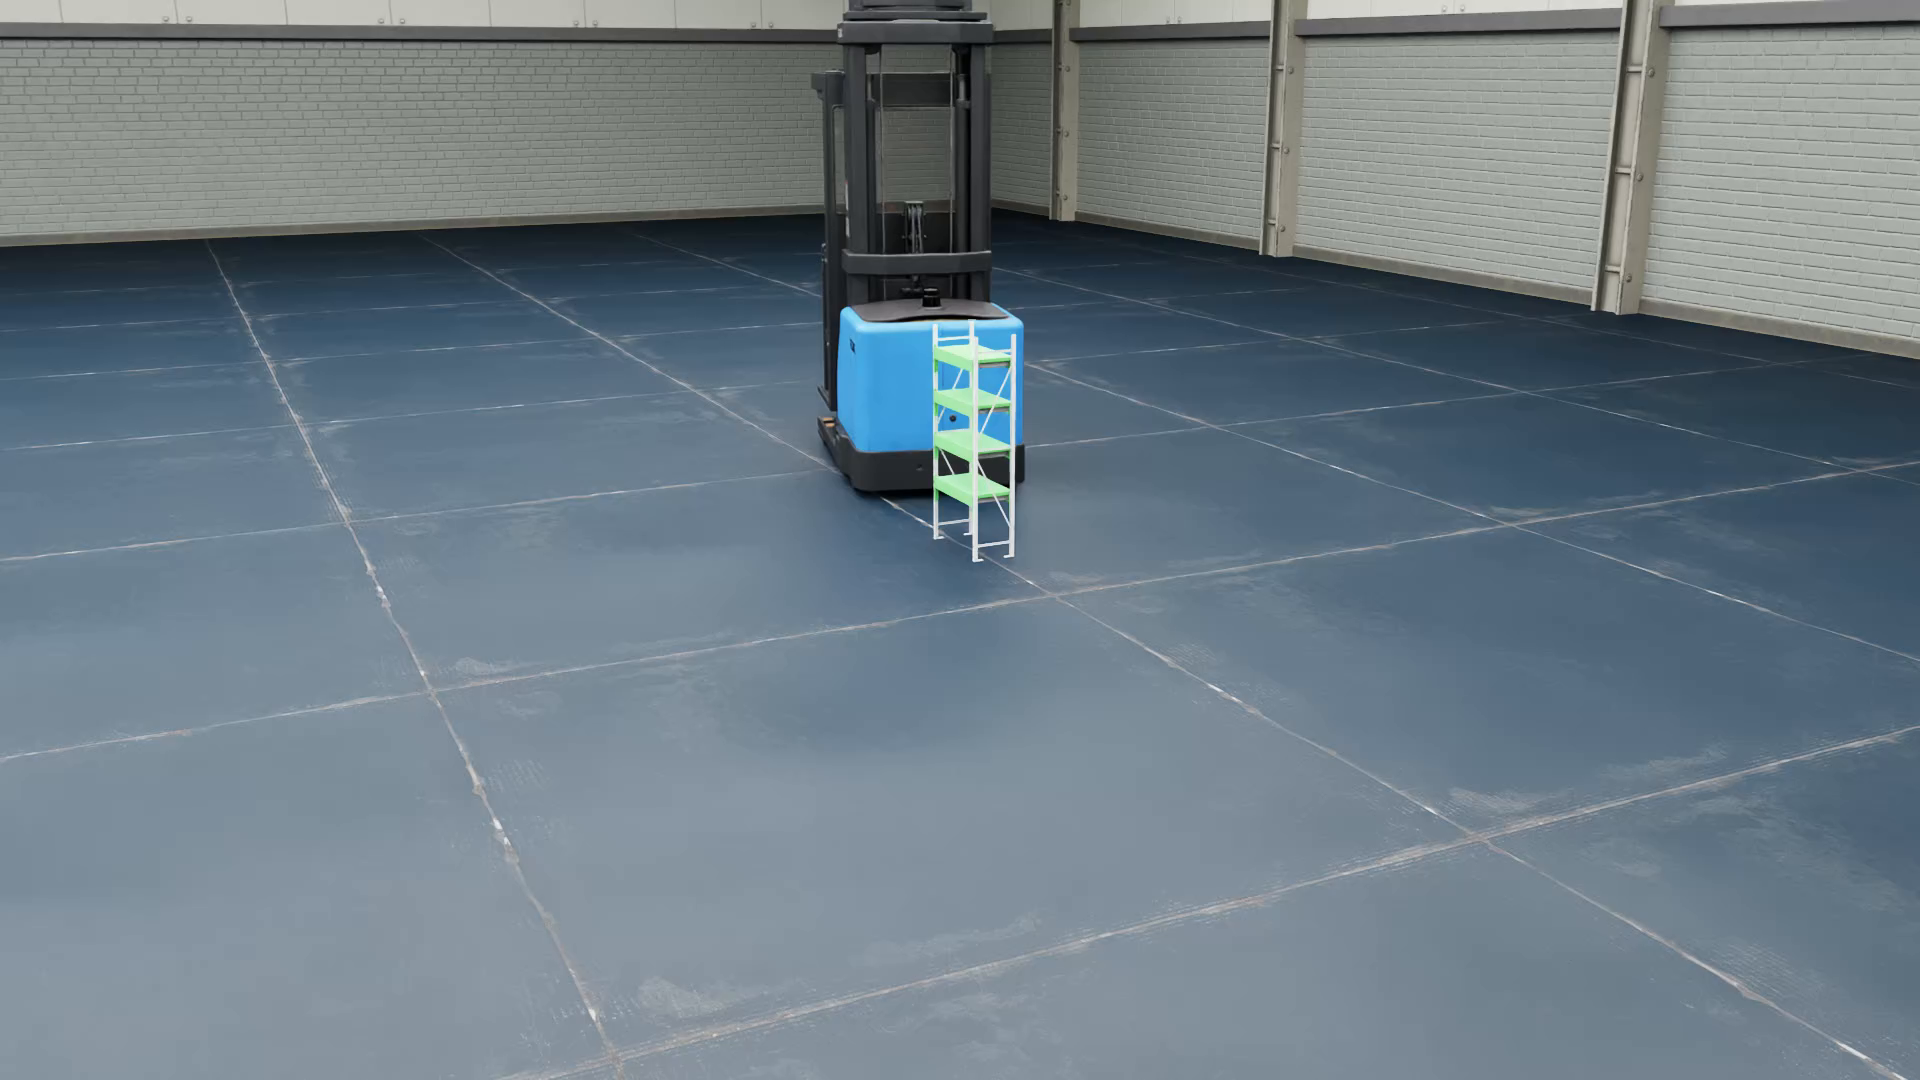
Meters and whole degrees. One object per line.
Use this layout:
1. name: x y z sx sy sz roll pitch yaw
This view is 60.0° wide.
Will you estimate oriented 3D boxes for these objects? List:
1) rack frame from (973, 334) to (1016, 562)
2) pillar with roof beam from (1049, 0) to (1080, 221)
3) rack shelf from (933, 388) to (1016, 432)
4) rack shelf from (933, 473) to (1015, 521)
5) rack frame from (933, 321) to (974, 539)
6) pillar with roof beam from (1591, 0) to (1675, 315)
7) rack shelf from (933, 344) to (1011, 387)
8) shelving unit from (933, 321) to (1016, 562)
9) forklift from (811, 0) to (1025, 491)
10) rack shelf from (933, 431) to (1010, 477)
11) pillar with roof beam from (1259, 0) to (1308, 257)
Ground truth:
1. rack frame: 0.179 -0.475 8.731 0.240 1.200 0.015 -8 18 -25
2. pillar with roof beam: -2.132 -9.221 25.068 9.100 9.000 0.400 -8 18 -25
3. rack shelf: 0.073 -0.705 8.894 0.258 0.148 0.480 -8 18 -25
4. rack shelf: 0.073 -0.244 9.026 0.258 0.148 0.480 -8 18 -25
5. rack frame: -0.034 -0.596 9.153 0.240 1.200 0.015 -8 18 -25
6. pillar with roof beam: 3.125 -6.245 14.699 9.100 9.000 0.400 -8 18 -25
7. rack shelf: 0.073 -0.936 8.827 0.258 0.148 0.480 -8 18 -25
8. shelving unit: 0.073 -0.536 8.942 0.258 1.200 0.503 -8 18 -25
9. forklift: -0.387 -2.066 11.137 1.130 2.935 3.031 -3 16 -11
10. rack shelf: 0.073 -0.474 8.960 0.258 0.148 0.480 -8 18 -25
11. pillar with roof beam: 0.496 -7.733 19.883 9.100 9.000 0.400 -8 18 -25
